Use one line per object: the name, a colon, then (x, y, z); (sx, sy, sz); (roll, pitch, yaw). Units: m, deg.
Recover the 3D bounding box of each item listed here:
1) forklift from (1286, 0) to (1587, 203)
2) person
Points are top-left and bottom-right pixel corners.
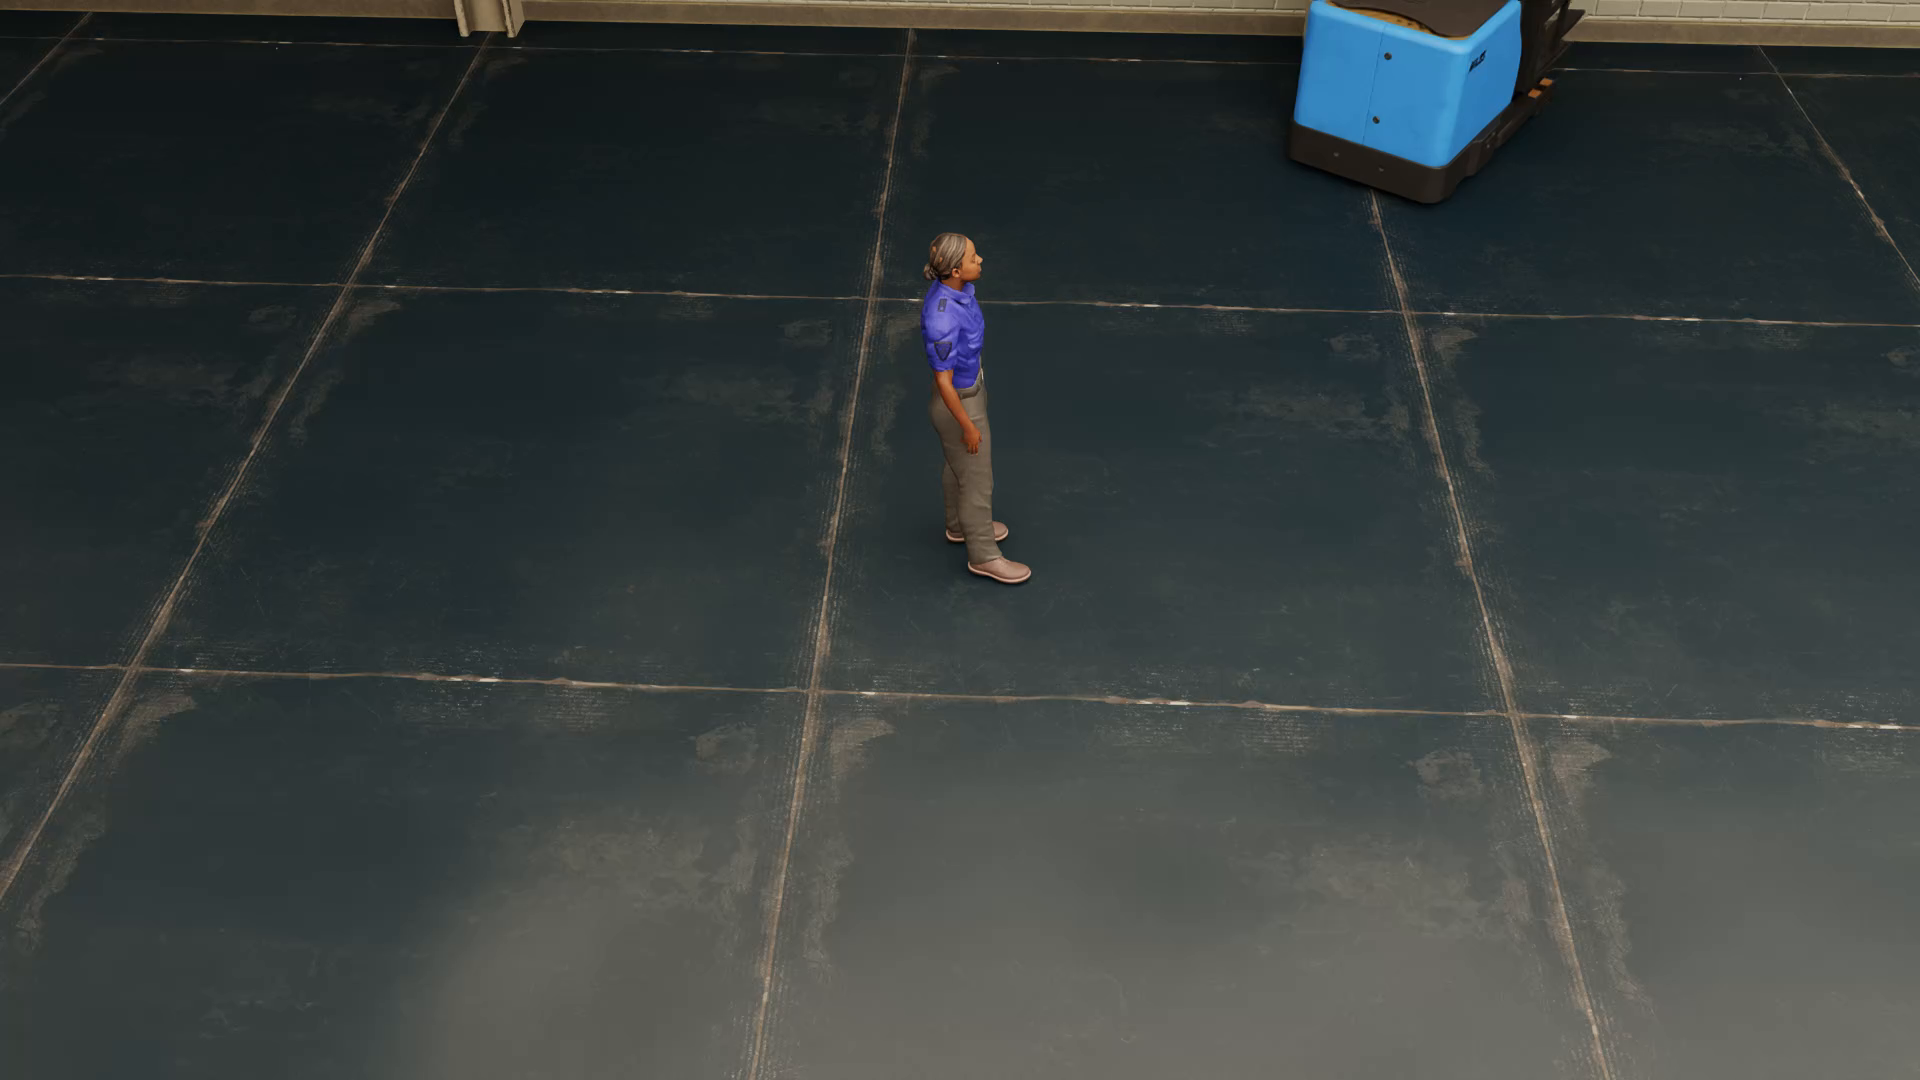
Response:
forklift: (3.328, -4.063, 10.193); (1.130, 2.935, 3.031); (26, 49, 26)
person: (0.087, -0.600, 7.336); (0.503, 1.656, 0.569); (2, 42, 2)
